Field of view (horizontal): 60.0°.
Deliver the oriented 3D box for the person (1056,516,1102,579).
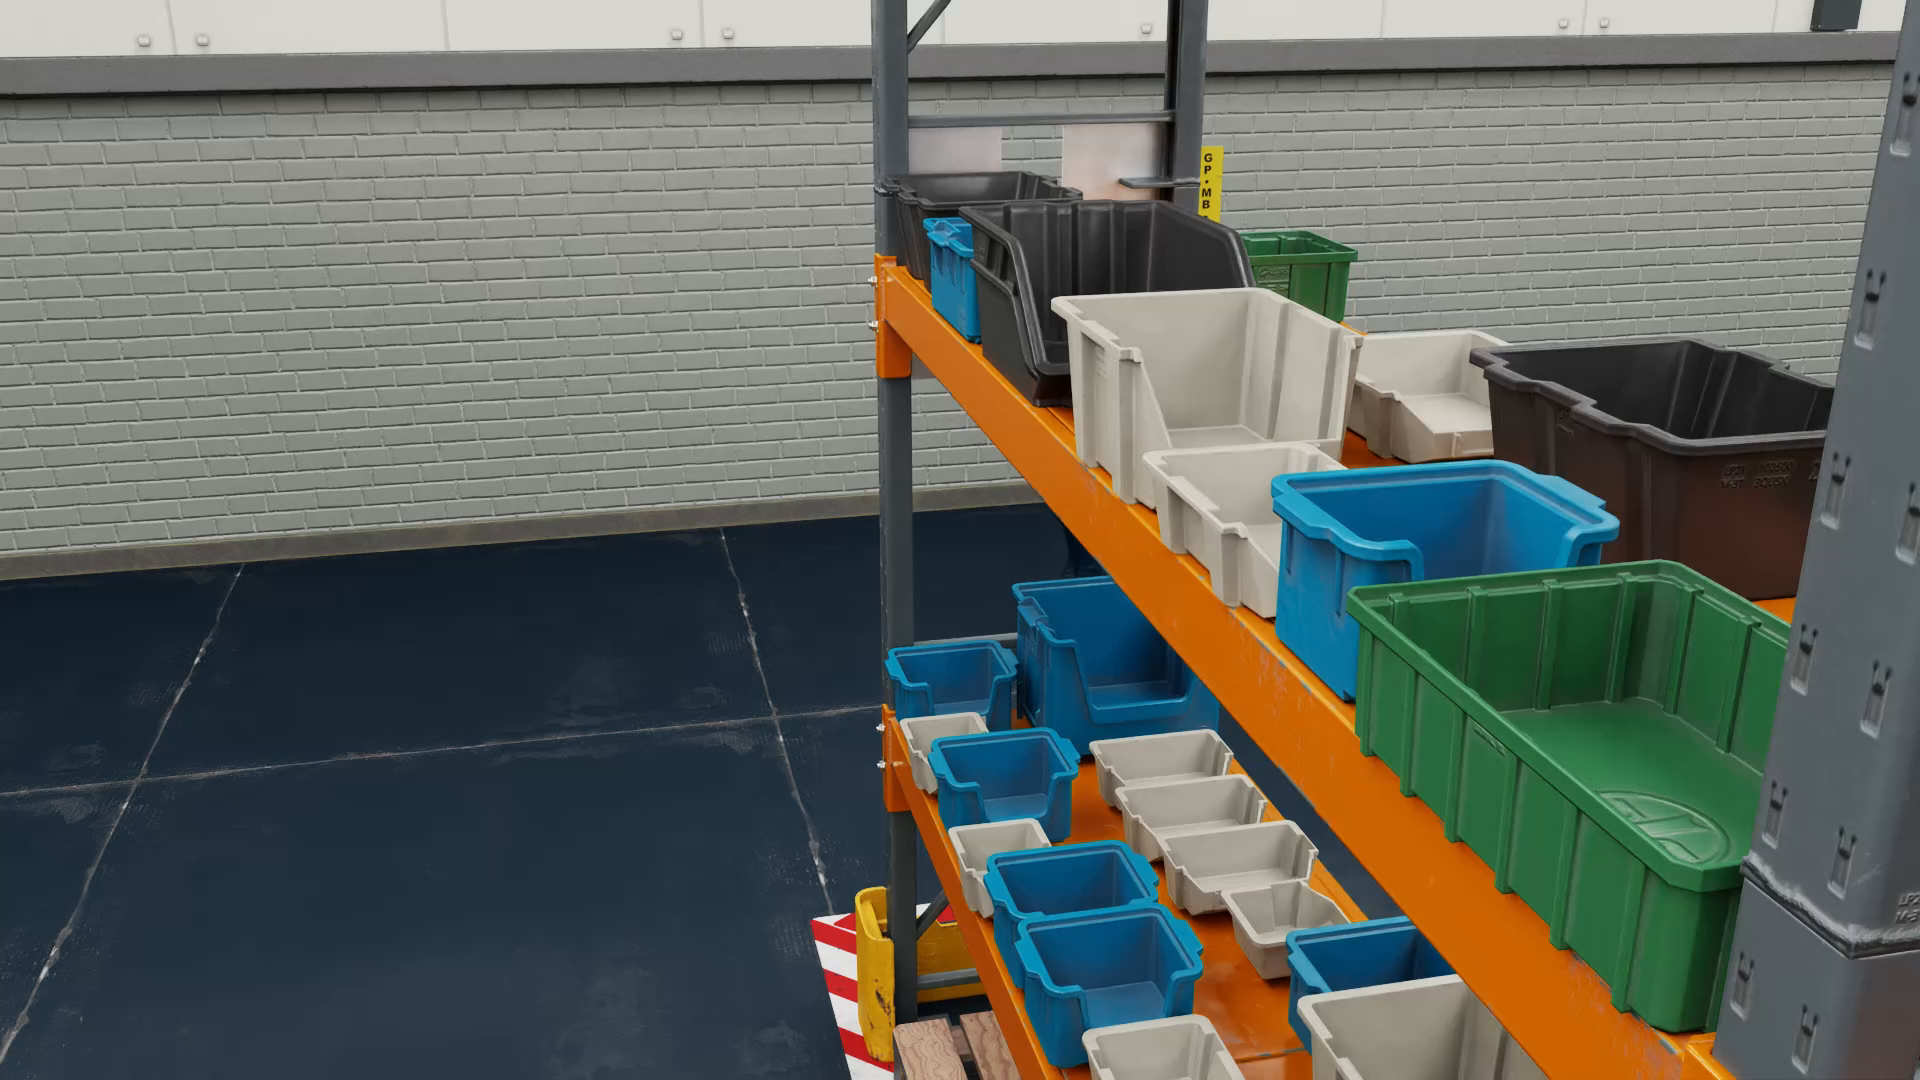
[{"bbox_3d":[0.674,-0.053,9.074,0.362,1.372,0.375,-5,20,-13],"label":"person"}]
